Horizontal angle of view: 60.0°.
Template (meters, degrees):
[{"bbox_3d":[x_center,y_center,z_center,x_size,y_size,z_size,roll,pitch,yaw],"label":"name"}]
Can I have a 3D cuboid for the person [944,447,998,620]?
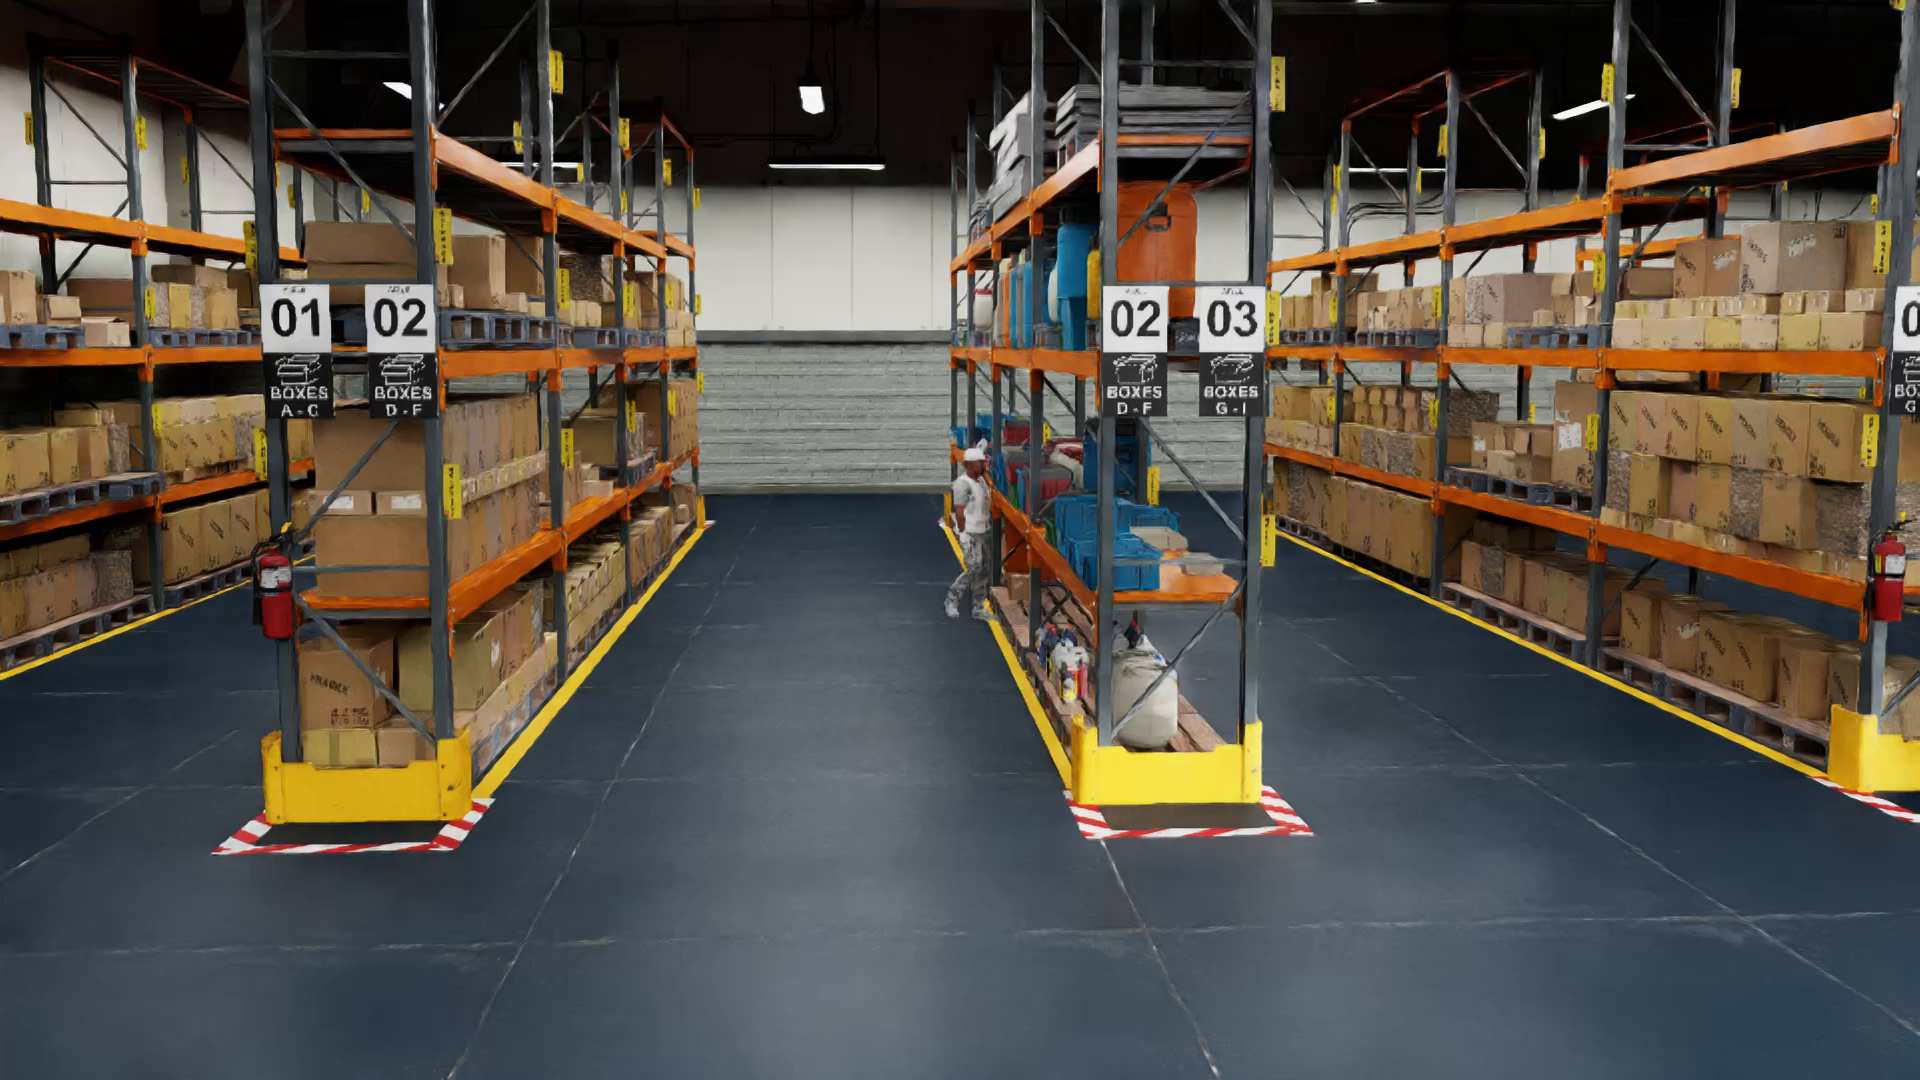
[{"bbox_3d":[0.141,-0.061,17.224,0.556,1.790,0.633,3,7,24],"label":"person"}]
